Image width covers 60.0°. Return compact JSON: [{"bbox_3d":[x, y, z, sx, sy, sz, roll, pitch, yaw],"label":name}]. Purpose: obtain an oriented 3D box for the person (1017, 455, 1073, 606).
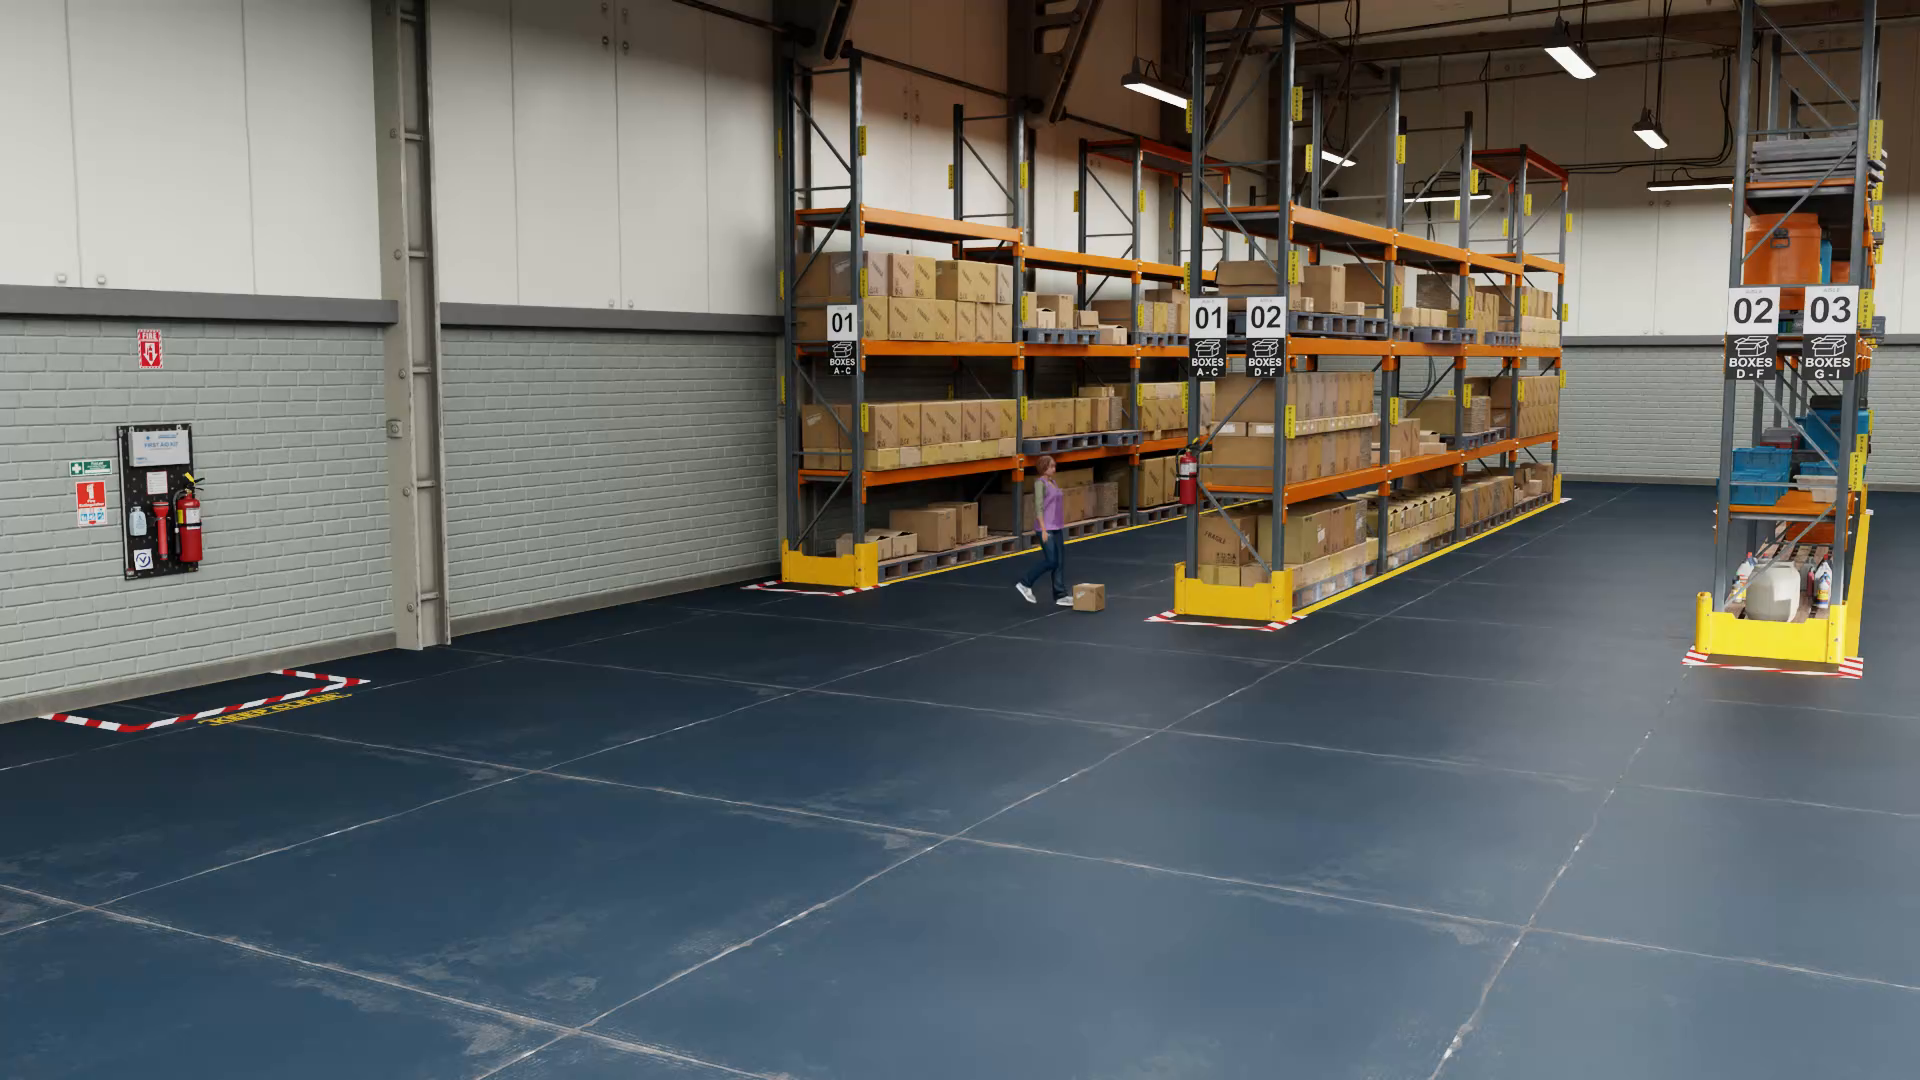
[{"bbox_3d":[0.944,-0.100,17.450,0.649,1.580,0.427,3,7,29],"label":"person"}]
